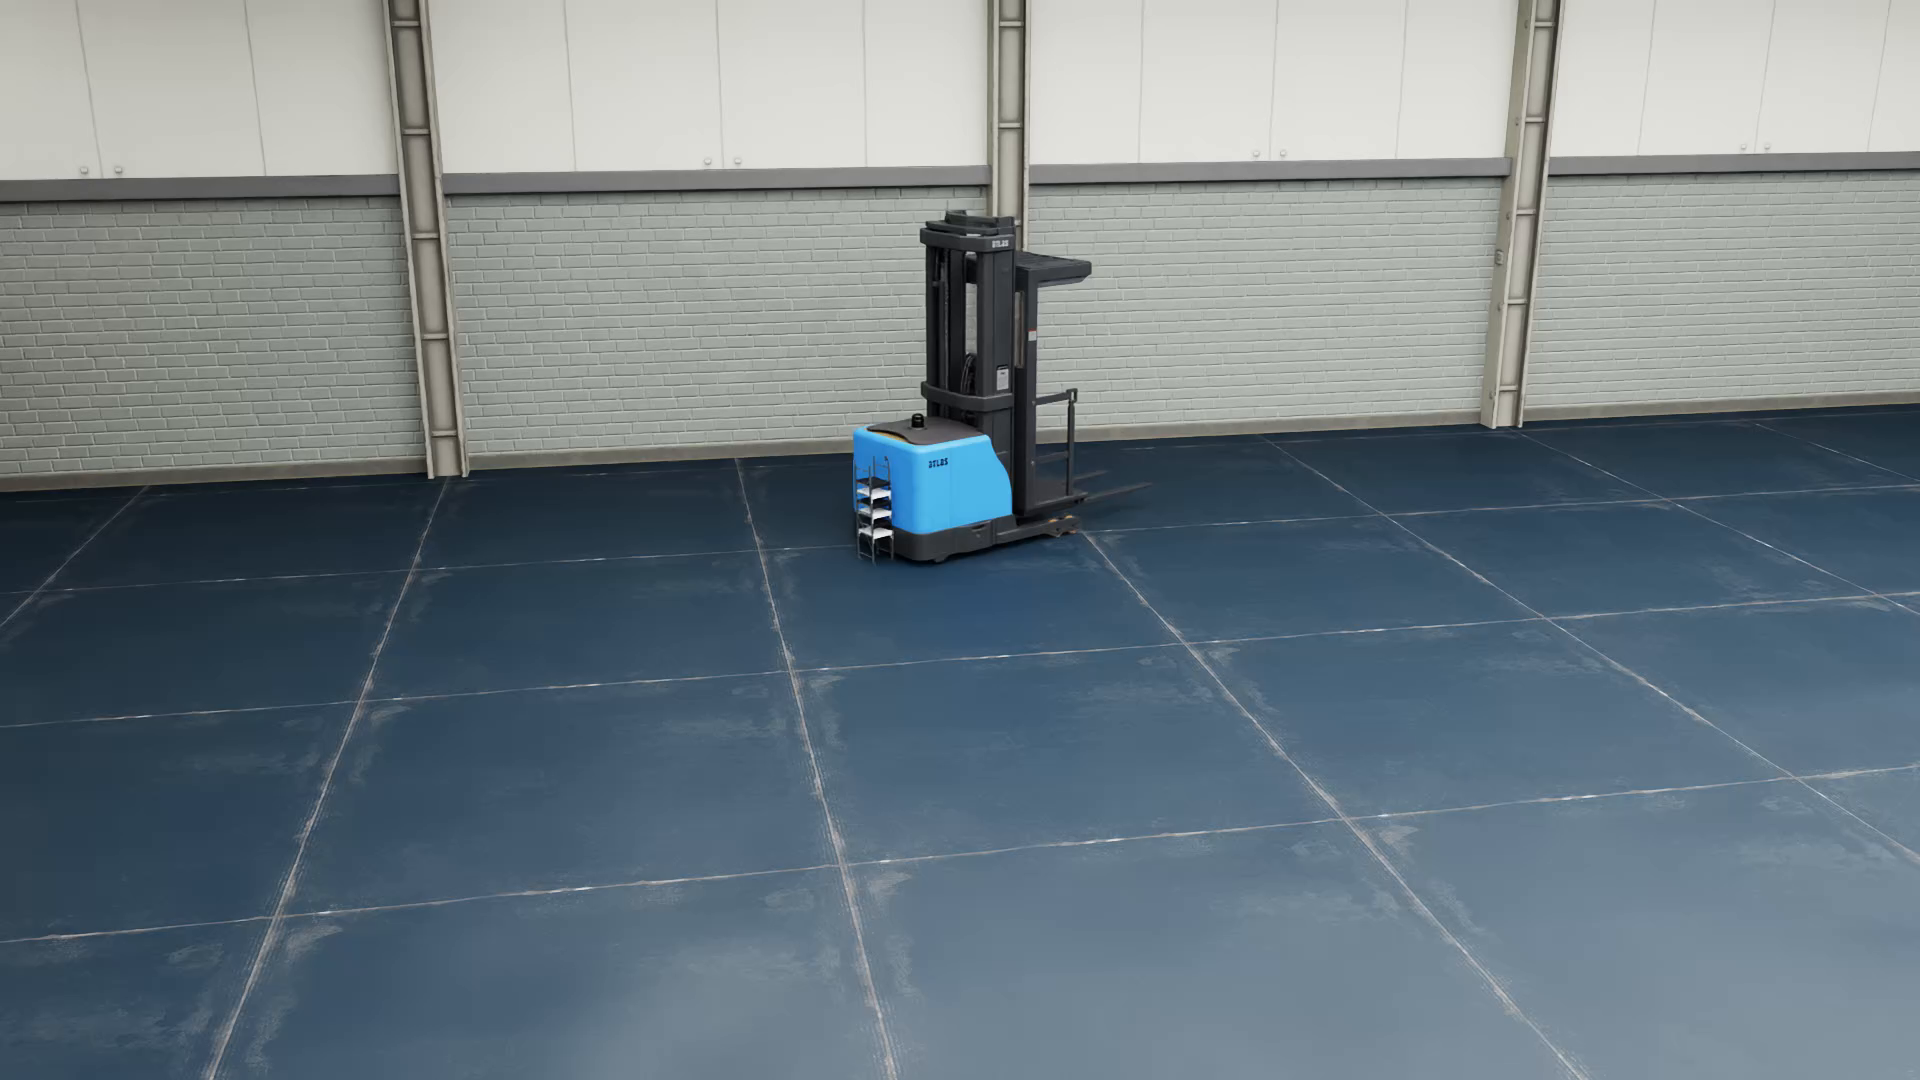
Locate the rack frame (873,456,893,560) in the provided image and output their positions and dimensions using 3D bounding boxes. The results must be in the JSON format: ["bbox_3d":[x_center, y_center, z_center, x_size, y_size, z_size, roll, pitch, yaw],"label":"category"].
[{"bbox_3d":[-0.675,-0.279,14.608,0.006,0.900,0.240,-15,22,-36],"label":"rack frame"}]

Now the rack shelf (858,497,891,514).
[{"bbox_3d":[-0.756,-0.312,14.531,0.200,0.077,0.258,-15,22,-36],"label":"rack shelf"}]

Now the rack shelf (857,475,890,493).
[{"bbox_3d":[-0.760,-0.483,14.475,0.200,0.077,0.258,-15,22,-36],"label":"rack shelf"}]

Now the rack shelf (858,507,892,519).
[{"bbox_3d":[-0.754,-0.227,14.559,0.200,0.077,0.258,-15,22,-36],"label":"rack shelf"}]

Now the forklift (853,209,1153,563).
[{"bbox_3d":[0.498,-1.536,15.258,3.031,2.935,1.130,-13,21,-37],"label":"forklift"}]

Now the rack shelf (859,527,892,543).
[{"bbox_3d":[-0.750,-0.055,14.614,0.200,0.077,0.258,-15,22,-36],"label":"rack shelf"}]

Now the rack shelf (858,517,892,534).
[{"bbox_3d":[-0.752,-0.141,14.587,0.200,0.077,0.258,-15,22,-36],"label":"rack shelf"}]

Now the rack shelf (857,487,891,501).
[{"bbox_3d":[-0.758,-0.398,14.503,0.200,0.077,0.258,-15,22,-36],"label":"rack shelf"}]

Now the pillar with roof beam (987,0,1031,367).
[{"bbox_3d":[1.327,-4.090,13.241,0.400,9.000,9.100,-3,17,-10],"label":"pillar with roof beam"}]

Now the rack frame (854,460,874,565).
[{"bbox_3d":[-0.834,-0.237,14.489,0.006,0.900,0.240,-15,22,-36],"label":"rack frame"}]

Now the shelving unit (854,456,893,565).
[{"bbox_3d":[-0.754,-0.258,14.548,0.210,0.900,0.258,-15,22,-36],"label":"shelving unit"}]

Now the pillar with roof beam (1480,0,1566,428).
[{"bbox_3d":[7.218,-4.425,14.329,0.400,9.000,9.100,-3,17,-10],"label":"pillar with roof beam"}]

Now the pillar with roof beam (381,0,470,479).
[{"bbox_3d":[-4.564,-3.756,12.153,0.400,9.000,9.100,-3,17,-10],"label":"pillar with roof beam"}]
